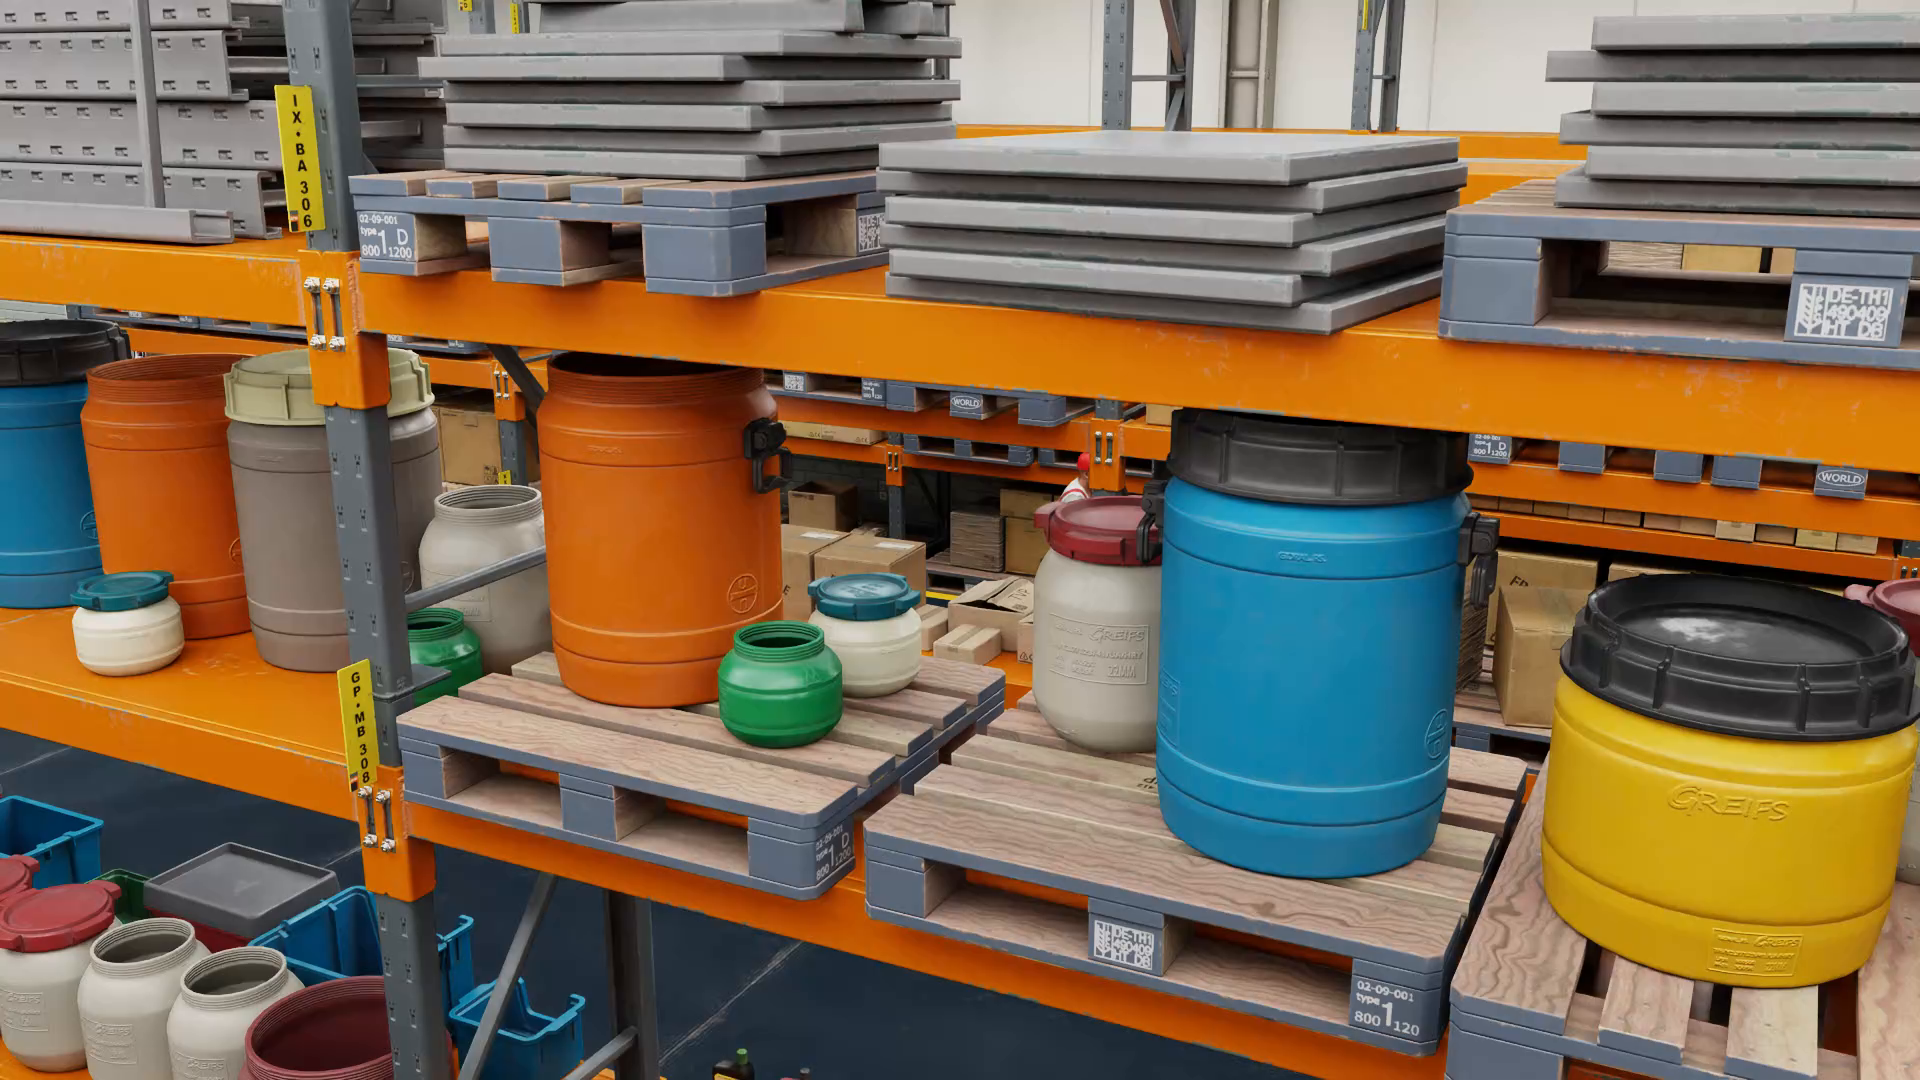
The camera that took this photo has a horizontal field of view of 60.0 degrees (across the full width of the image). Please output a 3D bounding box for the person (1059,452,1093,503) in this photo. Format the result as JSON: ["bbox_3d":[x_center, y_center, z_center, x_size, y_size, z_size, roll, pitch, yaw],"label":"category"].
[{"bbox_3d":[0.943,0.178,12.859,0.445,1.780,0.620,7,17,23],"label":"person"}]
